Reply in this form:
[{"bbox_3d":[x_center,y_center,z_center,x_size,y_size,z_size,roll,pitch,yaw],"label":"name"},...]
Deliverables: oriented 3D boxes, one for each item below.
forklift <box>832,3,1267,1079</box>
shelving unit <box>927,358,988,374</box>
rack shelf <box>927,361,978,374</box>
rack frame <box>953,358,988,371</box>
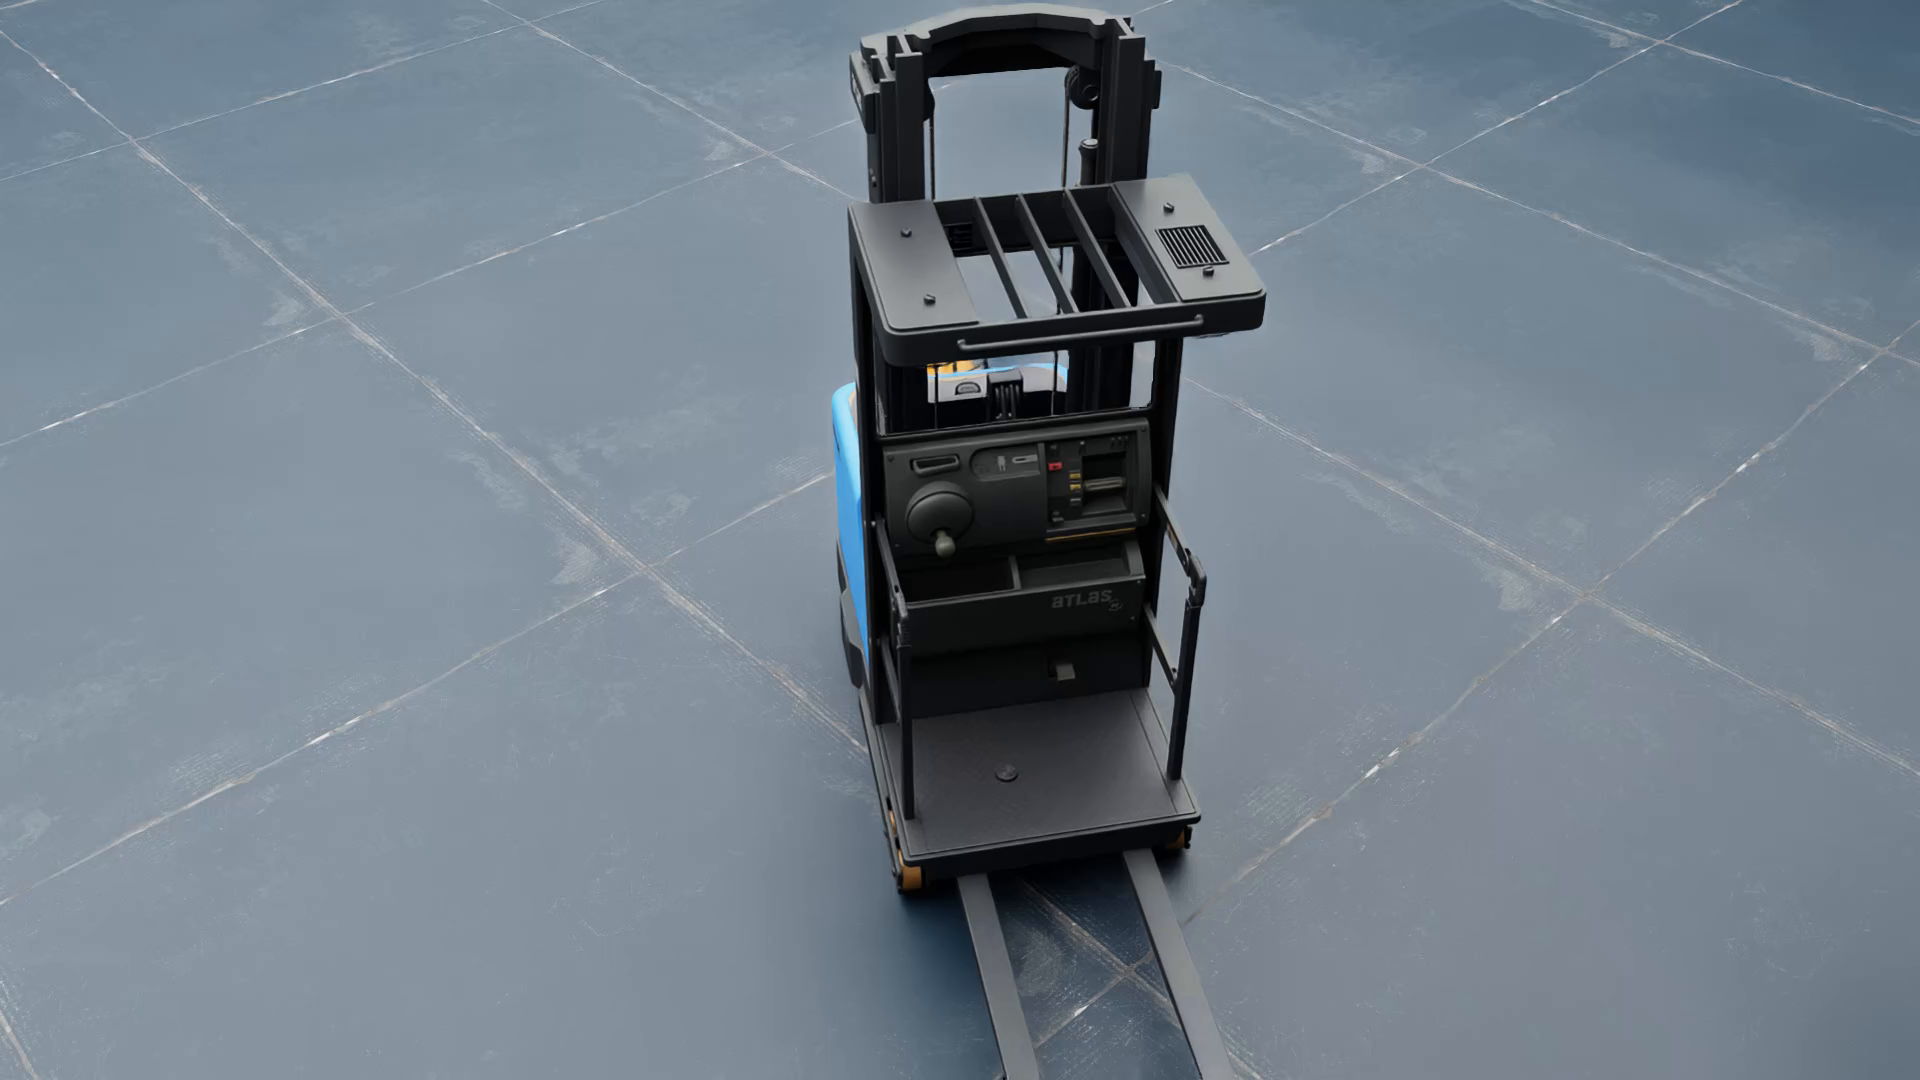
[{"bbox_3d":[0.247,-0.101,5.542,1.130,2.935,3.031,-7,39,-9],"label":"forklift"},{"bbox_3d":[-0.036,-0.433,7.451,0.215,1.050,0.252,-30,48,-32],"label":"shelving unit"},{"bbox_3d":[-0.036,-0.646,7.279,0.215,0.259,0.240,-30,48,-32],"label":"rack shelf"},{"bbox_3d":[0.046,-0.377,7.381,0.200,1.050,0.008,-30,48,-32],"label":"rack frame"}]
